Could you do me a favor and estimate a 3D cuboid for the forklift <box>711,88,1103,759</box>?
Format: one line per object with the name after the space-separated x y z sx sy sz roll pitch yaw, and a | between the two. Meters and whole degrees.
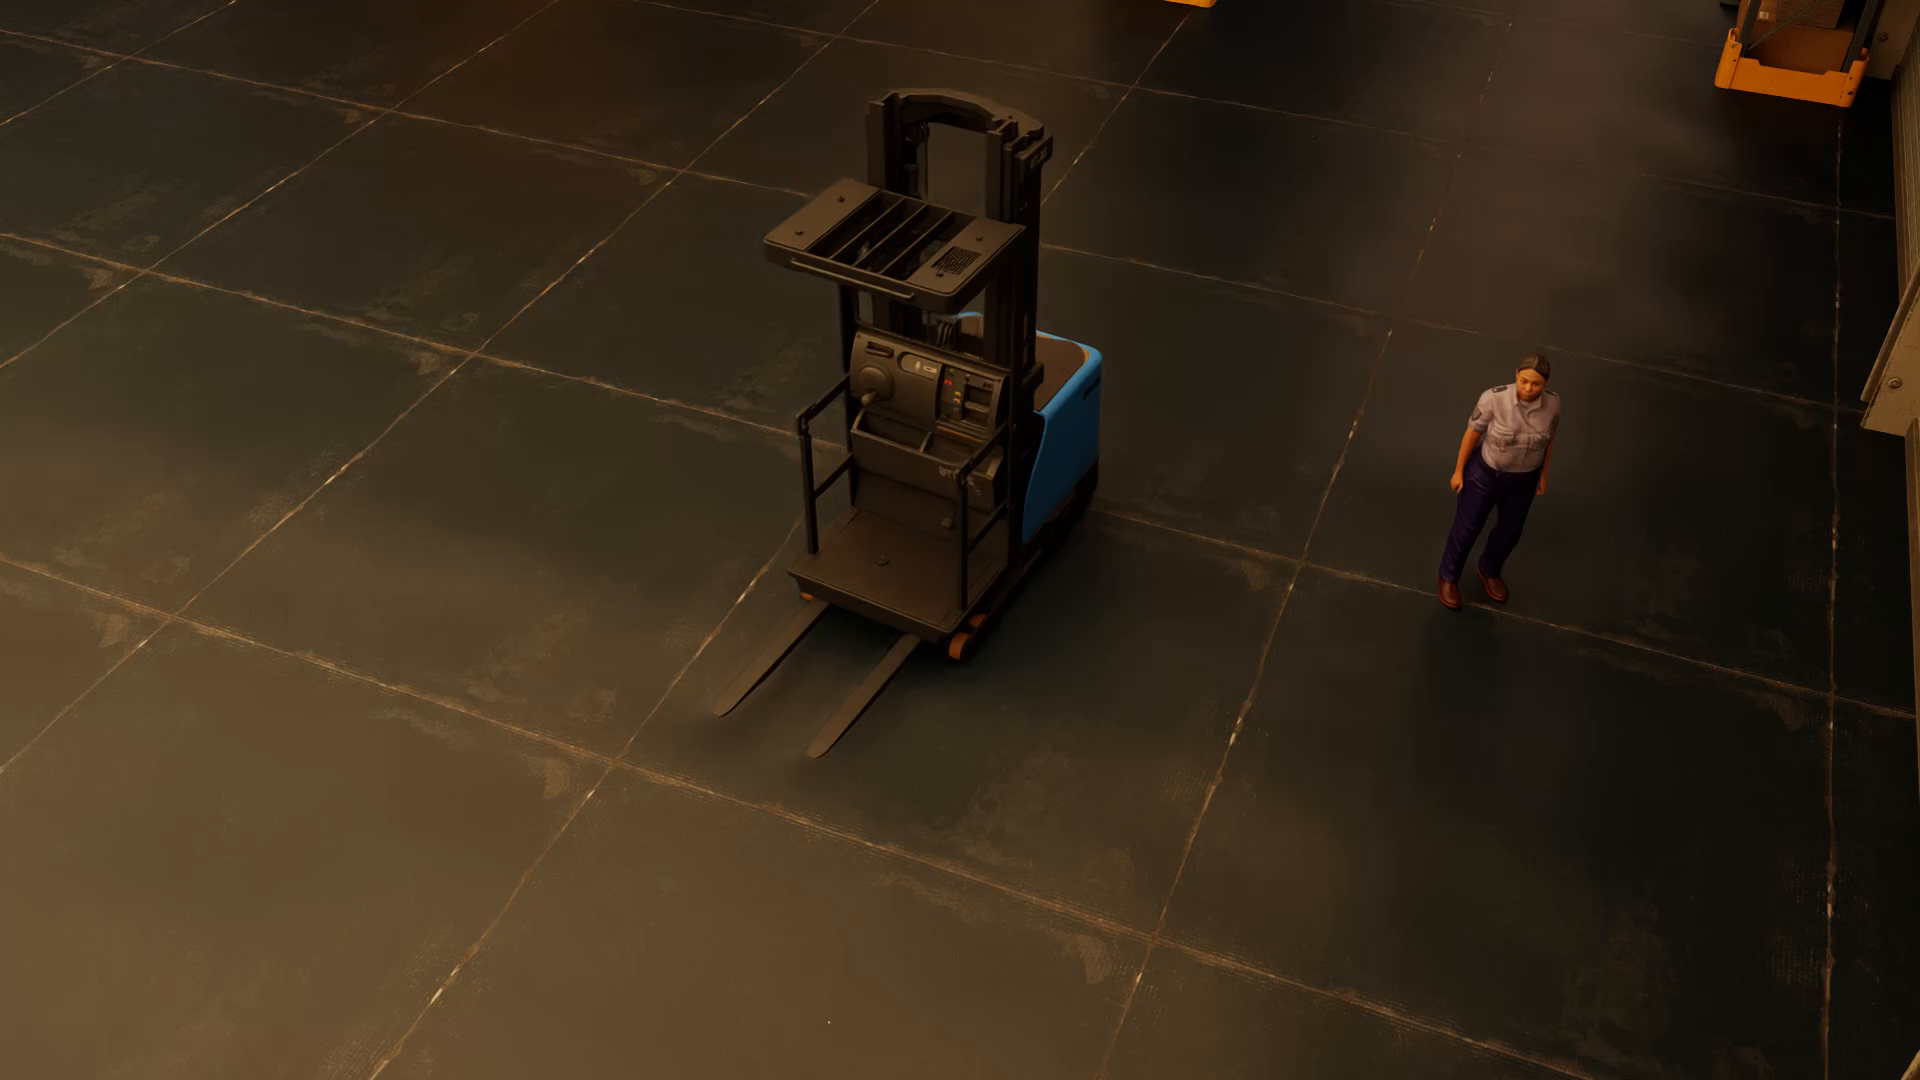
-0.290 -0.773 8.929 1.130 2.935 3.031 20 44 22 | forklift

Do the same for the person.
3.068 -0.341 9.417 0.549 1.651 0.379 -1 40 -1 | person
